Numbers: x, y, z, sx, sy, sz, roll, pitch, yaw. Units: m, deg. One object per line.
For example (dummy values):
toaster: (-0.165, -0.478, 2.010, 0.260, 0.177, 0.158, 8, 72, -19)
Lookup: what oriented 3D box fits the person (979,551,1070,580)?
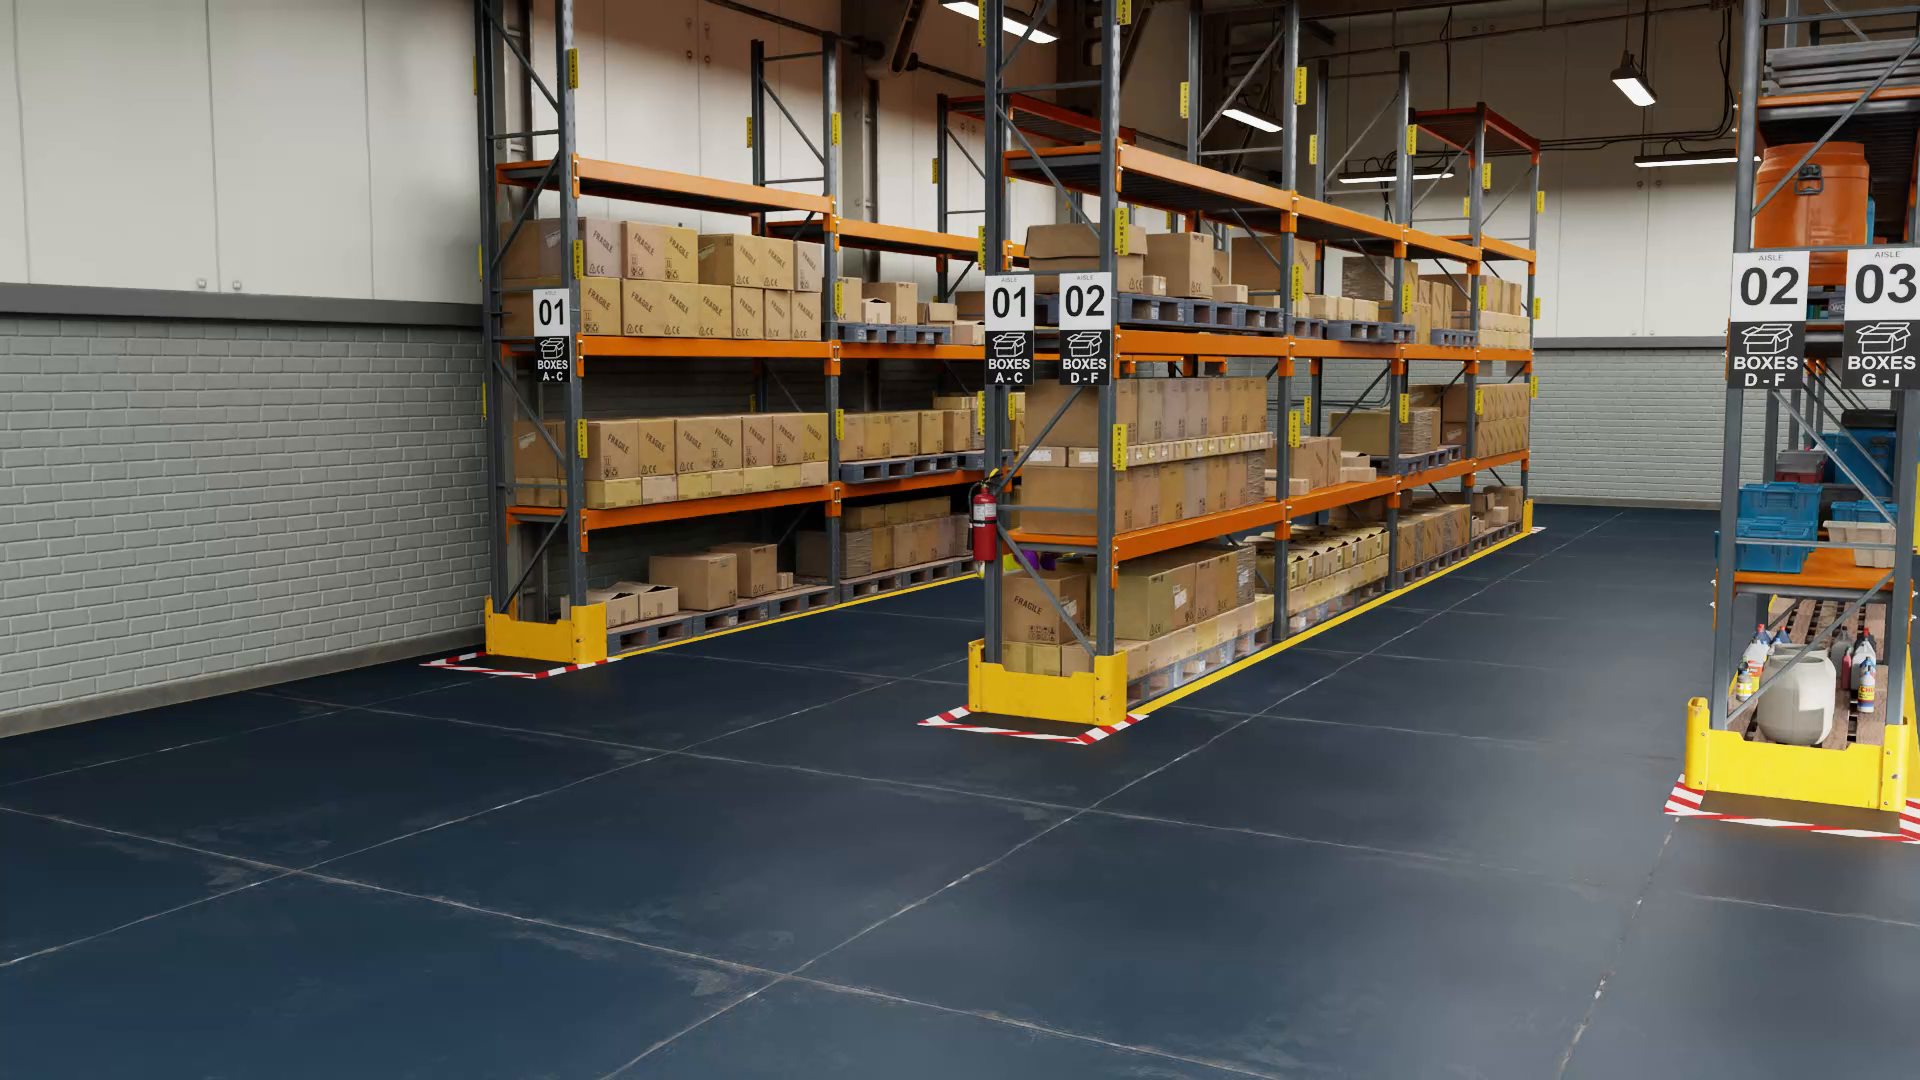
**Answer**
person: (0.655, 0.379, 16.134, 0.891, 0.995, 0.584, 3, 7, 28)
